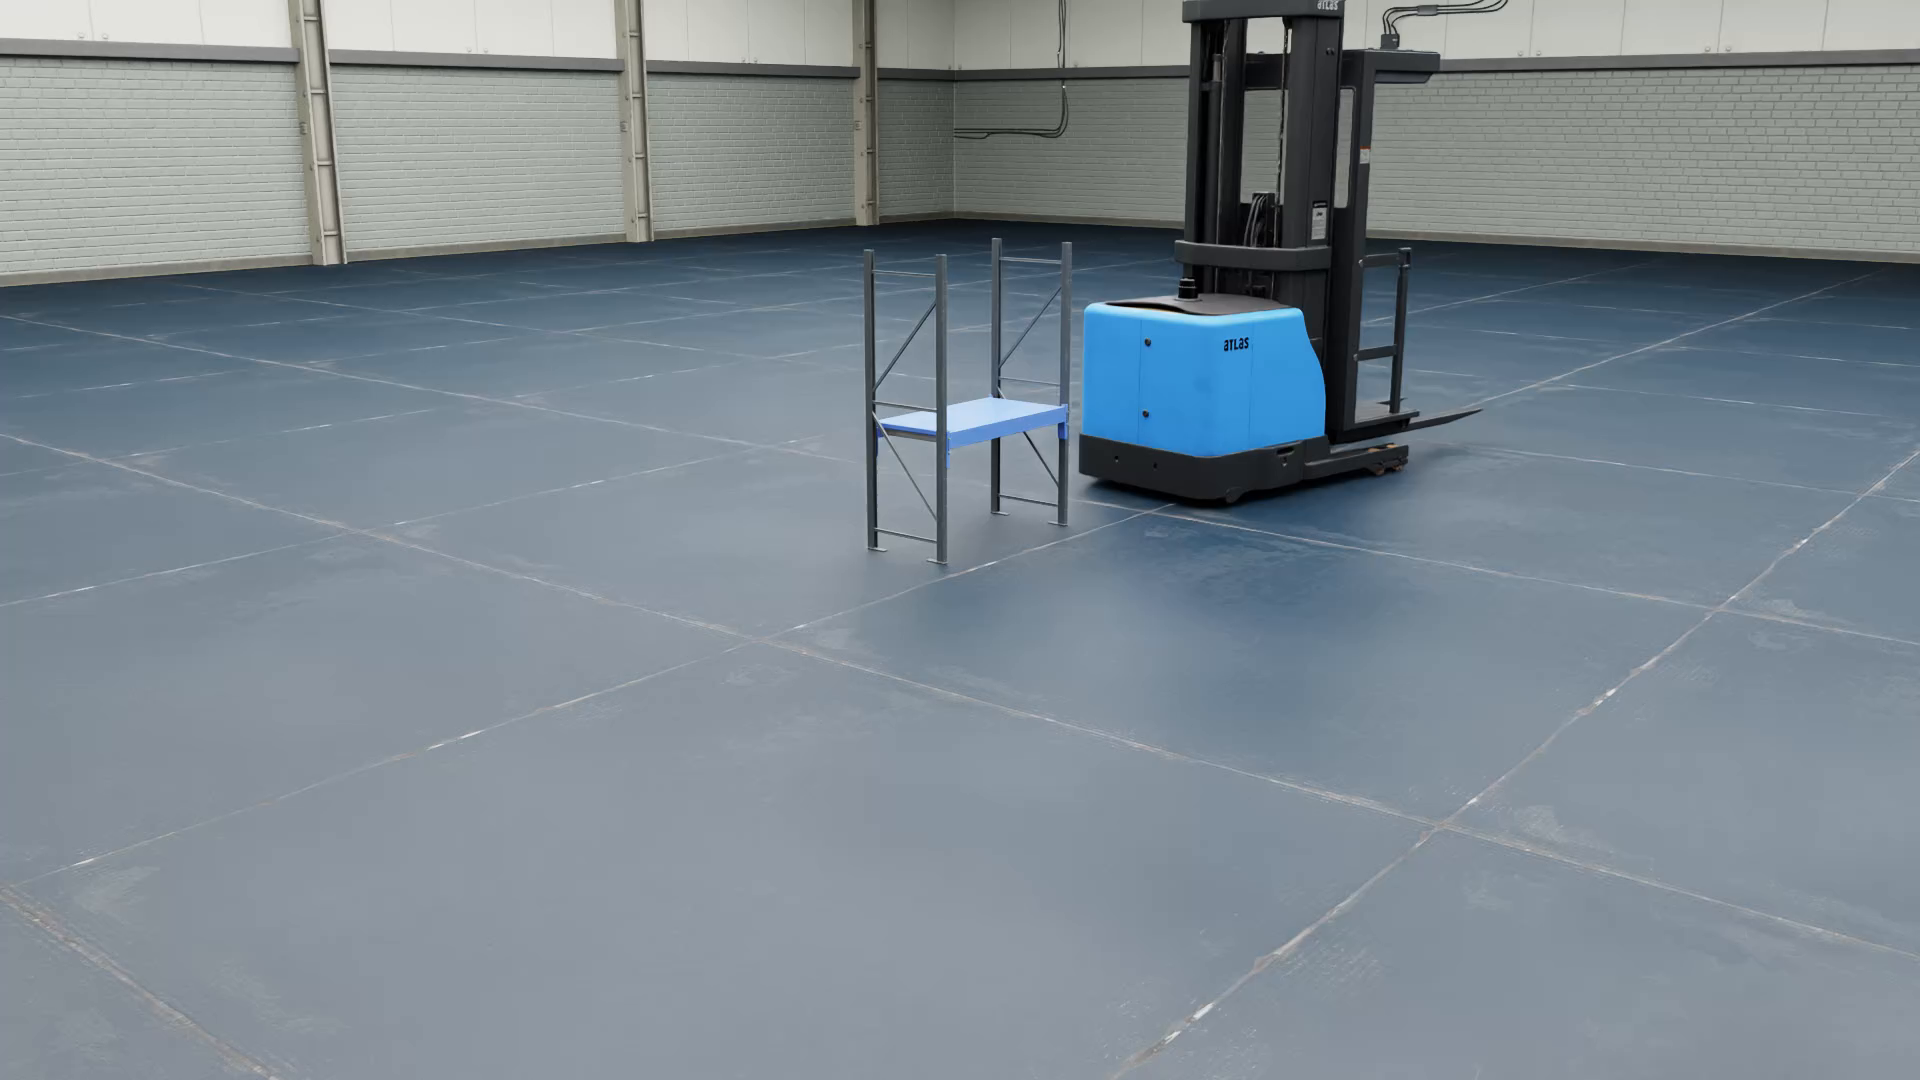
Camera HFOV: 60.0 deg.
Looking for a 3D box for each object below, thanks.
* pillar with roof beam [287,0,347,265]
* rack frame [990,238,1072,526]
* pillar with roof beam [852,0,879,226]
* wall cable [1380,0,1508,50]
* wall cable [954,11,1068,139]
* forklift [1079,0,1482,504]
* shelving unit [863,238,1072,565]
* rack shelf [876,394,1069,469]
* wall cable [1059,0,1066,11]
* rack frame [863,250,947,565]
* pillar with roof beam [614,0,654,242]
[{"bbox_3d":[-6.089,-7.832,21.178,9.100,9.000,0.400,11,18,38],"label":"pillar with roof beam"},{"bbox_3d":[0.373,-0.841,8.886,0.500,1.500,0.032,11,18,38],"label":"rack frame"},{"bbox_3d":[1.453,-10.130,30.224,9.100,9.000,0.400,11,18,38],"label":"pillar with roof beam"},{"bbox_3d":[8.359,-11.332,28.048,2.305,6.003,0.169,11,18,38],"label":"wall cable"},{"bbox_3d":[0.985,-9.651,34.644,3.097,2.526,0.112,11,18,38],"label":"wall cable"},{"bbox_3d":[2.153,-1.904,10.165,3.031,2.935,1.130,-12,19,-39],"label":"forklift"},{"bbox_3d":[0.054,-0.743,8.503,0.538,1.500,1.048,11,18,38],"label":"shelving unit"},{"bbox_3d":[0.054,-0.569,8.547,0.538,0.185,1.000,11,18,38],"label":"rack shelf"},{"bbox_3d":[3.089,-11.680,32.374,3.097,2.526,0.112,11,18,38],"label":"wall cable"},{"bbox_3d":[-0.266,-0.646,8.119,0.500,1.500,0.032,11,18,38],"label":"rack frame"},{"bbox_3d":[-2.318,-8.981,25.701,9.100,9.000,0.400,11,18,38],"label":"pillar with roof beam"}]
